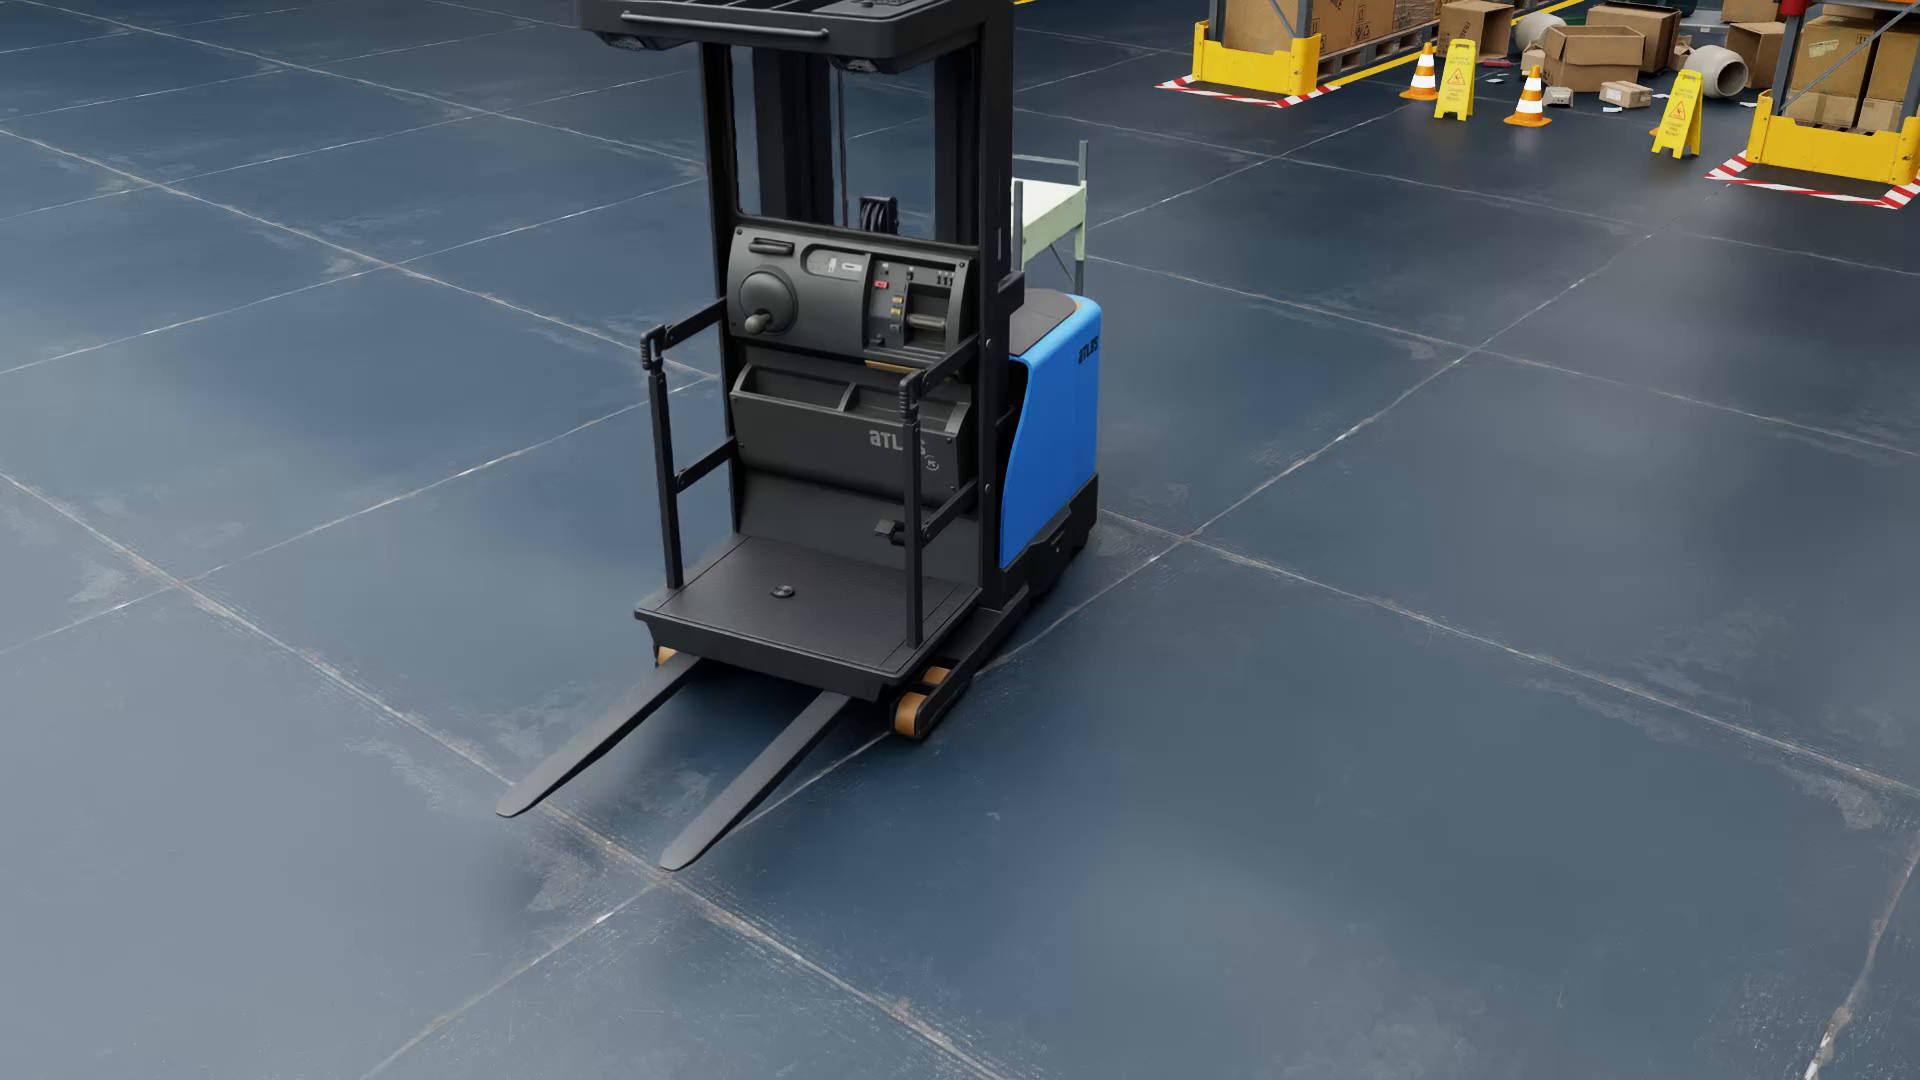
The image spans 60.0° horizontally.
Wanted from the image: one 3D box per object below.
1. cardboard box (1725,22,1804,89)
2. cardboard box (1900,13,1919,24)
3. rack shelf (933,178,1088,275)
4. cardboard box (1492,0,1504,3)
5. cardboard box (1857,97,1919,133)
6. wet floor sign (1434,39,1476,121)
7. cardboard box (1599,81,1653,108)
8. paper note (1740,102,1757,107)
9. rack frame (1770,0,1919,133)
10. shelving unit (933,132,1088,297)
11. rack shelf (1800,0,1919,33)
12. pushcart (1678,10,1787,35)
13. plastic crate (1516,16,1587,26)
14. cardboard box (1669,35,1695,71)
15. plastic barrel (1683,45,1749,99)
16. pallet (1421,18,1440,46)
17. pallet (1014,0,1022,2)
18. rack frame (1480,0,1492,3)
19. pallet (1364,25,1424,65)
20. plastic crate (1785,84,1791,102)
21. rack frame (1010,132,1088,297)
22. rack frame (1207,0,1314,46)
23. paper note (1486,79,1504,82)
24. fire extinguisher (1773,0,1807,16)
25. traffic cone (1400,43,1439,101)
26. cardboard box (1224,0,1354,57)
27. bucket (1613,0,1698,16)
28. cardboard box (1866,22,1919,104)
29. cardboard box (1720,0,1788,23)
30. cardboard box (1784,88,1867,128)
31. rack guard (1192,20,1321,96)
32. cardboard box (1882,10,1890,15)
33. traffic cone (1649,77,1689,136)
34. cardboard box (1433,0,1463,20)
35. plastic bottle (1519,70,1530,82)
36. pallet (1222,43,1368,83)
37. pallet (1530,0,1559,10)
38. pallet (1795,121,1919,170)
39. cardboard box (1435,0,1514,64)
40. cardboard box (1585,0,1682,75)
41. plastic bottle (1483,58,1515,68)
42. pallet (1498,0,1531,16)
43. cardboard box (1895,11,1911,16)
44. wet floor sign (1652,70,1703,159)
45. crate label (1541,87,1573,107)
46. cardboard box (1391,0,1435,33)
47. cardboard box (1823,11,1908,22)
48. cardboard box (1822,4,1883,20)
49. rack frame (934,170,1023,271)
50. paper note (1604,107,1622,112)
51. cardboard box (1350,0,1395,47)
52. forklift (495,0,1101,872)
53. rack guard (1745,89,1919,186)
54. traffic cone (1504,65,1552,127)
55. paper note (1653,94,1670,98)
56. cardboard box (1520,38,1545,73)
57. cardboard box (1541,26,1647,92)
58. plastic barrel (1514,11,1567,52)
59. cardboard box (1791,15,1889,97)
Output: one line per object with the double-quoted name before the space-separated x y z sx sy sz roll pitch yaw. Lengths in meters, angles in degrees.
"cardboard box" 7.426 -4.478 15.360 0.500 0.500 0.500 -5 28 -9
"cardboard box" 7.684 -3.850 13.148 0.500 0.500 0.500 19 33 33
"rack shelf" 0.232 -1.346 7.371 0.431 0.370 0.720 12 30 22
"cardboard box" 5.599 -6.414 18.376 1.050 0.750 0.750 21 34 34
"cardboard box" 7.340 -3.322 12.942 0.500 0.250 0.500 20 34 34
"wet floor sign" 4.239 -3.928 14.140 0.267 0.644 0.232 15 31 26
"cardboard box" 5.888 -3.940 14.705 0.250 0.149 0.380 -10 29 -18
"paper note" 6.953 -3.842 14.643 0.142 0.019 0.148 9 29 17
"rack frame" 6.613 -4.152 12.011 1.000 3.000 0.127 21 34 34
"shelving unit" 0.232 -1.000 7.550 0.431 1.500 0.755 12 30 22
"rack shelf" 7.885 -4.541 13.547 1.077 0.370 4.000 21 34 34
"pushcart" 7.366 -5.054 16.608 1.648 0.377 0.936 9 29 17
"plastic crate" 6.174 -5.313 17.253 0.662 0.188 0.450 -10 19 -18
"cardboard box" 6.983 -4.694 16.034 0.258 0.266 0.396 0 27 0
"plastic barrel" 6.759 -4.182 14.873 0.421 0.421 0.512 -5 28 -9
"pallet" 4.730 -5.495 17.643 1.003 0.211 1.213 21 34 34
"pallet" 0.335 -6.545 19.671 1.003 0.211 1.213 21 34 34
"rack frame" 5.274 -6.981 17.479 1.000 3.000 0.127 21 34 34
"pallet" 3.954 -5.061 16.803 1.003 0.211 1.213 21 34 34
"plastic crate" 7.526 -3.956 14.810 0.402 0.080 0.583 9 29 17
"rack frame" 0.388 -1.152 7.844 0.400 1.500 0.023 12 30 22
"rack frame" 2.729 -5.562 14.738 1.000 3.000 0.127 21 34 34
"paper note" 5.010 -4.288 15.507 0.142 0.017 0.144 -15 31 -27
"fire extinguisher" 6.185 -4.211 12.210 0.296 0.674 0.183 21 34 34
"traffic cone" 4.163 -4.209 14.882 0.336 0.463 0.334 21 34 34
"cardboard box" 3.110 -5.065 15.632 0.875 0.875 0.875 21 34 35
"bucket" 6.966 -5.480 16.486 0.620 0.611 0.726 -5 26 -32
"cardboard box" 7.354 -3.664 12.787 0.500 0.500 0.500 19 33 33
"cardboard box" 7.765 -5.305 16.137 0.500 0.500 0.500 21 34 34
"cardboard box" 6.935 -3.491 13.268 0.500 0.250 0.500 21 34 34
"rack guard" 2.714 -4.444 15.296 1.175 0.500 0.348 21 34 34
"cardboard box" 7.266 -4.336 13.381 0.380 0.149 0.250 21 34 35
"traffic cone" 5.891 -3.554 13.617 0.336 0.463 0.334 21 34 34
"cardboard box" 4.820 -6.021 17.479 0.875 0.875 0.875 21 34 35
"plastic bottle" 5.333 -4.364 15.618 0.133 0.061 0.283 9 29 17
"pallet" 3.178 -4.630 15.971 1.003 0.211 1.213 21 34 34
"pallet" 6.482 -6.472 19.531 1.003 0.211 1.213 21 34 34
"pallet" 7.206 -3.218 13.240 1.003 0.211 1.213 21 34 34
"cardboard box" 5.078 -5.021 16.409 0.500 0.500 0.500 -21 34 -35
"cardboard box" 6.365 -4.800 15.833 0.797 0.637 0.503 21 34 34
"plastic bottle" 5.227 -4.621 16.116 0.283 0.061 0.133 9 29 17
"pallet" 5.706 -6.038 18.691 1.003 0.211 1.213 21 34 34
"cardboard box" 7.577 -4.173 13.771 0.500 0.500 0.500 20 33 33
"wet floor sign" 5.667 -3.351 13.026 0.232 0.644 0.267 -15 31 -27
"crate label" 5.271 -3.910 14.660 0.250 0.136 0.298 4 28 8
"cardboard box" 4.249 -5.700 16.859 0.875 0.875 0.875 21 34 35
"cardboard box" 7.251 -3.996 13.430 0.500 0.500 0.500 22 35 36
"cardboard box" 7.103 -4.248 13.210 0.380 0.149 0.250 22 35 36
"rack frame" 0.076 -0.848 7.257 0.400 1.500 0.023 12 30 22
"paper note" 5.679 -3.750 14.465 0.148 0.019 0.142 9 29 17
"cardboard box" 3.668 -5.378 16.236 0.875 0.875 0.875 20 34 34
"forklift" -0.491 -0.825 5.656 1.130 2.935 3.031 12 30 22
"rack guard" 6.662 -3.068 12.637 1.175 0.500 0.348 21 34 34
"traffic cone" 4.819 -3.758 14.011 0.336 0.463 0.334 21 34 34
"paper note" 6.335 -4.002 14.965 0.142 0.019 0.148 -15 31 -27
"cardboard box" 5.602 -4.619 15.889 0.258 0.266 0.396 -21 34 -35
"cardboard box" 5.777 -4.405 15.218 0.797 0.503 0.637 0 27 0
"plastic barrel" 5.736 -4.986 16.427 0.421 0.421 0.512 -5 28 -9
"cardboard box" 6.922 -3.810 13.070 0.500 0.500 0.500 21 34 35
